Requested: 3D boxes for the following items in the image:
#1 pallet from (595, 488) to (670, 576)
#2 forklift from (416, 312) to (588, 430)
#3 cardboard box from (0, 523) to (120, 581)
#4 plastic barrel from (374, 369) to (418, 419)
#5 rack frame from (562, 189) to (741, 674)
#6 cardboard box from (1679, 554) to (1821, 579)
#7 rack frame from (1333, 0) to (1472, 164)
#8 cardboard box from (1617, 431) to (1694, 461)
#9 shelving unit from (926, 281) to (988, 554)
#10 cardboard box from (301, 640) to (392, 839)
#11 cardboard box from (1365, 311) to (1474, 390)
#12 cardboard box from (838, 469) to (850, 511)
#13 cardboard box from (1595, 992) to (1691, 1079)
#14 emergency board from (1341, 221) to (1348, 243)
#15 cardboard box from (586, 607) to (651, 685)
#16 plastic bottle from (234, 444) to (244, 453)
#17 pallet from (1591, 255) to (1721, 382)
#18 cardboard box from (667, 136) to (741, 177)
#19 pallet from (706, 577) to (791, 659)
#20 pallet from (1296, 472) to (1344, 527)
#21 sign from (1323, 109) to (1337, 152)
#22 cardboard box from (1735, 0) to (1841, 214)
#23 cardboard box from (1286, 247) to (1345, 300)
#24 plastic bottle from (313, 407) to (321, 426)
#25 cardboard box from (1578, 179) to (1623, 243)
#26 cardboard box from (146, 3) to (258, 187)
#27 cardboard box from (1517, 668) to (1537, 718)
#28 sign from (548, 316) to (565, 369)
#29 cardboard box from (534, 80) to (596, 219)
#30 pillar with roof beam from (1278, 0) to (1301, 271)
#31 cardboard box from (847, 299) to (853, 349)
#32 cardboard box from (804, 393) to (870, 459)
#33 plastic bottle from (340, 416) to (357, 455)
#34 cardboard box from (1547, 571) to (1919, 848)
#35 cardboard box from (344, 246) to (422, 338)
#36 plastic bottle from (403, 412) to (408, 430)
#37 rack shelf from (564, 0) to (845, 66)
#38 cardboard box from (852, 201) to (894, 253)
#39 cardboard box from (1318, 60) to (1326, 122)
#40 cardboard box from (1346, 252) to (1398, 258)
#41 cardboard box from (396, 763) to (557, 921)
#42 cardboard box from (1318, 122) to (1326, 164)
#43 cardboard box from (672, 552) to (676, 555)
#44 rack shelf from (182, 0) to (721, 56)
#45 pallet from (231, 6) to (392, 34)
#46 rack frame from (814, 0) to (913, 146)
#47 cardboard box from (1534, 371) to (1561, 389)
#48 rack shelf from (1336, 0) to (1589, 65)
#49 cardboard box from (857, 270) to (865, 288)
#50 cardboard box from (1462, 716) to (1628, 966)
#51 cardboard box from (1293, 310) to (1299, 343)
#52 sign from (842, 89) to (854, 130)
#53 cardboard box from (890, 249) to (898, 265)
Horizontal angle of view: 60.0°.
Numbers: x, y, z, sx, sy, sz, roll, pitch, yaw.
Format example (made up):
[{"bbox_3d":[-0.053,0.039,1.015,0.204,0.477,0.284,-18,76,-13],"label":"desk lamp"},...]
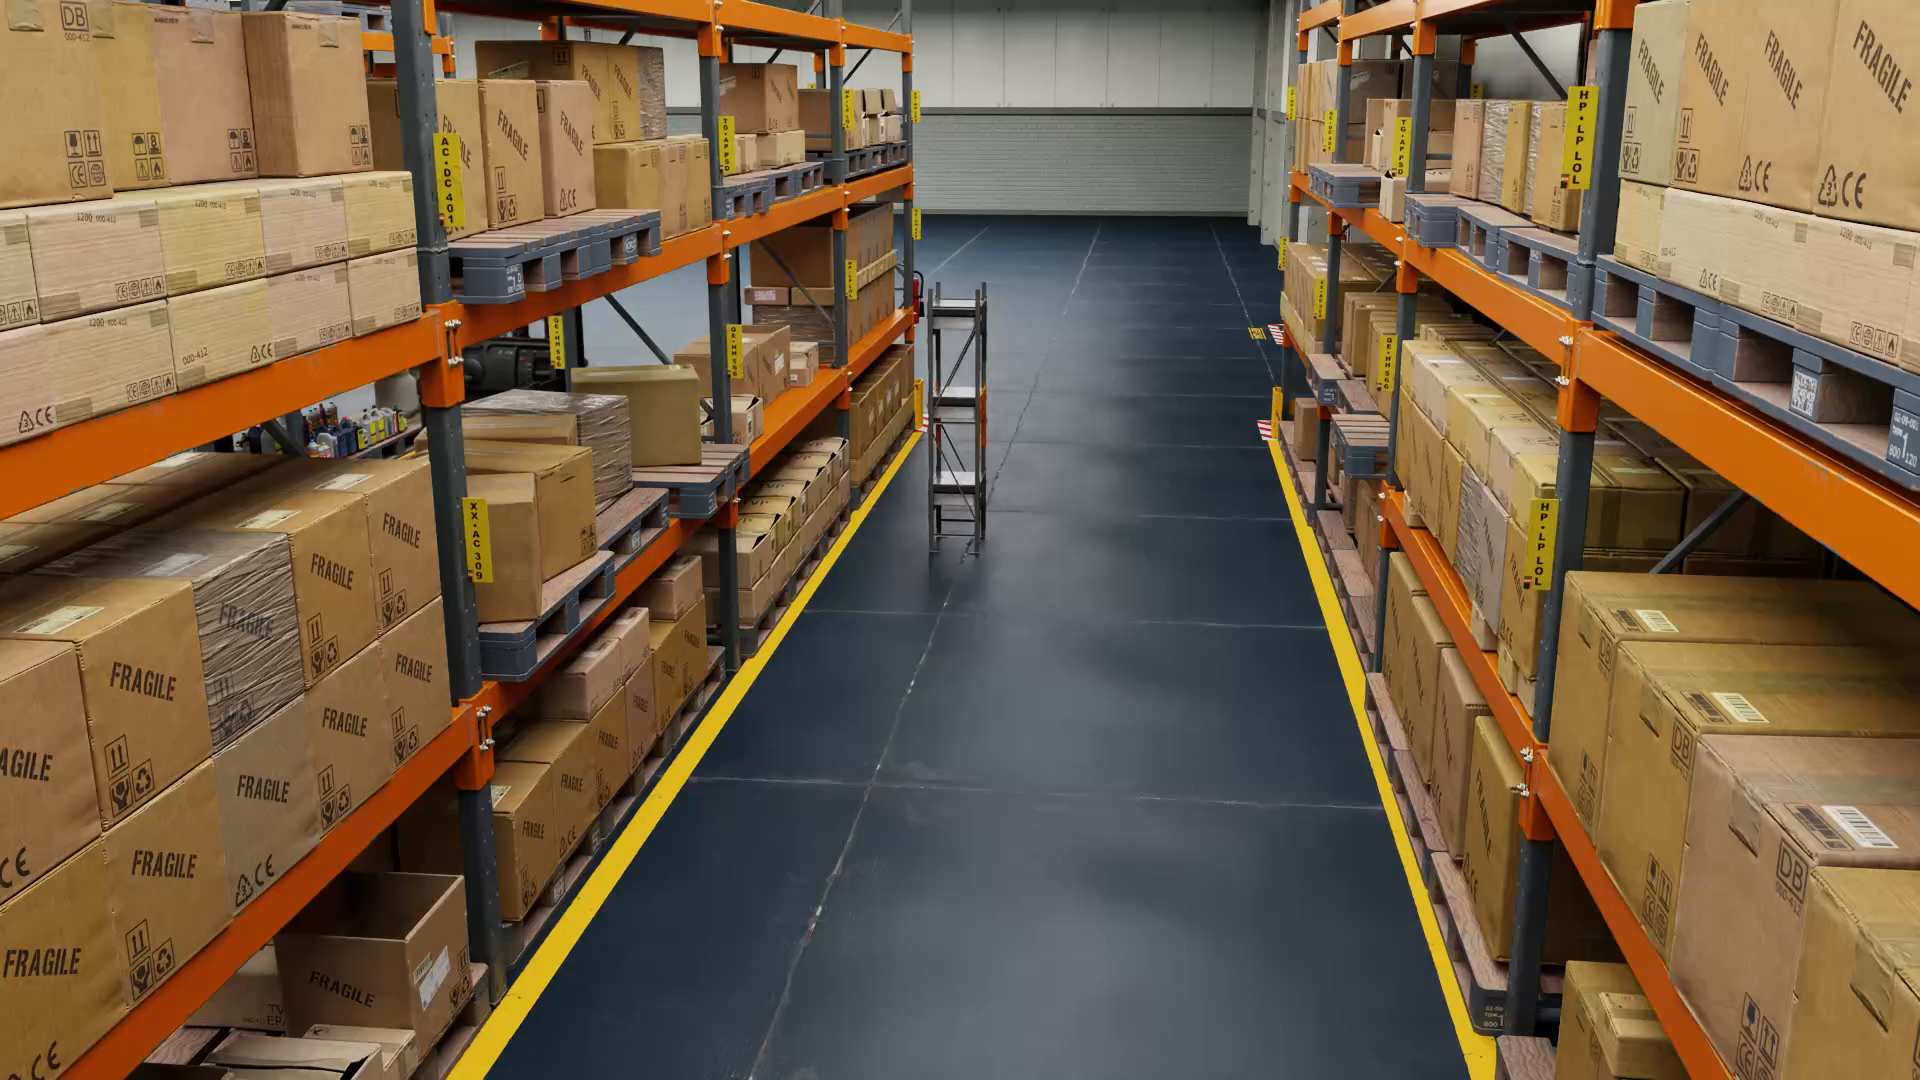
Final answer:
[{"bbox_3d":[-2.120,-0.035,8.412,1.003,0.211,1.213,2,15,6],"label":"pallet"},{"bbox_3d":[-3.744,-1.431,13.340,1.130,2.935,3.031,4,16,14],"label":"forklift"},{"bbox_3d":[-2.806,0.256,4.863,0.500,0.500,0.500,1,15,5],"label":"cardboard box"},{"bbox_3d":[-5.979,-1.552,17.618,0.421,0.512,0.421,0,15,0],"label":"plastic barrel"},{"bbox_3d":[-1.905,-0.632,10.252,1.000,3.000,0.127,2,15,6],"label":"rack frame"},{"bbox_3d":[2.868,0.237,6.239,0.500,0.500,0.500,1,15,4],"label":"cardboard box"},{"bbox_3d":[3.468,-4.420,12.770,1.000,3.000,0.127,2,15,6],"label":"rack frame"},{"bbox_3d":[2.929,-0.261,6.643,0.500,0.250,0.500,2,15,7],"label":"cardboard box"},{"bbox_3d":[-0.019,-0.971,13.229,0.431,2.100,0.503,2,15,6],"label":"shelving unit"},{"bbox_3d":[-2.215,0.628,5.401,0.500,0.500,0.500,2,15,8],"label":"cardboard box"},{"bbox_3d":[3.264,-1.338,11.828,0.700,0.500,0.500,4,16,14],"label":"cardboard box"},{"bbox_3d":[-1.213,-0.429,13.964,0.500,0.250,0.500,2,15,6],"label":"cardboard box"},{"bbox_3d":[2.159,1.516,5.052,0.380,0.149,0.250,2,15,8],"label":"cardboard box"},{"bbox_3d":[5.694,-4.551,24.745,0.194,1.169,0.643,2,15,6],"label":"emergency board"},{"bbox_3d":[-1.891,0.530,8.465,0.500,0.250,0.500,1,15,5],"label":"cardboard box"},{"bbox_3d":[-6.644,-0.781,15.322,0.097,0.201,0.097,0,15,0],"label":"plastic bottle"},{"bbox_3d":[2.463,-0.643,4.716,1.003,0.211,1.213,2,15,6],"label":"pallet"},{"bbox_3d":[-1.793,-2.614,11.319,0.500,0.250,0.500,1,15,5],"label":"cardboard box"},{"bbox_3d":[-1.774,0.502,11.402,1.003,0.211,1.213,2,15,6],"label":"pallet"},{"bbox_3d":[3.509,-0.354,14.565,1.003,0.211,1.213,2,15,6],"label":"pallet"},{"bbox_3d":[2.928,-3.236,13.146,0.100,0.325,0.005,2,15,6],"label":"sign"},{"bbox_3d":[2.104,-1.000,3.721,0.500,0.500,0.500,2,15,7],"label":"cardboard box"},{"bbox_3d":[3.502,-2.618,16.411,0.500,0.500,0.500,2,15,6],"label":"cardboard box"},{"bbox_3d":[-6.477,-1.199,16.734,0.097,0.271,0.097,0,15,0],"label":"plastic bottle"},{"bbox_3d":[2.774,-1.383,6.250,0.700,0.500,0.500,1,15,3],"label":"cardboard box"},{"bbox_3d":[-2.571,-1.321,4.946,0.700,0.500,0.500,2,15,6],"label":"cardboard box"},{"bbox_3d":[2.323,0.566,6.265,0.380,0.149,0.250,2,15,7],"label":"cardboard box"},{"bbox_3d":[-2.457,-1.206,10.159,0.100,0.325,0.005,2,15,6],"label":"sign"},{"bbox_3d":[-2.079,-1.816,7.698,0.600,0.600,0.600,1,15,4],"label":"cardboard box"},{"bbox_3d":[2.454,-10.046,33.575,9.100,9.000,0.400,2,15,6],"label":"pillar with roof beam"},{"bbox_3d":[-1.357,-1.970,15.009,0.700,0.500,0.500,2,15,6],"label":"cardboard box"},{"bbox_3d":[-1.091,-1.018,14.706,0.500,0.500,0.500,2,15,6],"label":"cardboard box"},{"bbox_3d":[-5.851,-0.996,15.831,0.144,0.351,0.185,1,15,4],"label":"plastic bottle"},{"bbox_3d":[2.488,0.546,5.322,0.980,0.700,0.700,2,15,7],"label":"cardboard box"},{"bbox_3d":[-2.147,-0.836,5.548,0.500,0.250,0.500,2,15,6],"label":"cardboard box"},{"bbox_3d":[-5.696,-1.226,16.967,0.097,0.201,0.097,0,15,0],"label":"plastic bottle"},{"bbox_3d":[-1.680,-3.506,11.534,1.077,0.370,4.000,2,15,6],"label":"rack shelf"},{"bbox_3d":[-1.074,-3.247,17.246,0.700,0.500,0.500,2,15,6],"label":"cardboard box"},{"bbox_3d":[3.307,-3.794,14.055,0.500,0.500,0.500,3,15,9],"label":"cardboard box"},{"bbox_3d":[3.957,-2.468,15.855,0.500,0.500,0.500,1,15,5],"label":"cardboard box"},{"bbox_3d":[-2.060,1.282,7.122,0.500,0.500,0.500,1,15,4],"label":"cardboard box"},{"bbox_3d":[3.350,-3.299,14.141,0.500,0.500,0.500,0,15,2],"label":"cardboard box"},{"bbox_3d":[-2.091,0.079,11.013,0.500,0.311,0.500,2,15,8],"label":"cardboard box"},{"bbox_3d":[-2.131,-2.469,7.697,1.077,0.370,4.000,2,15,6],"label":"rack shelf"},{"bbox_3d":[-6.175,-4.960,15.893,1.003,0.211,1.213,2,15,6],"label":"pallet"},{"bbox_3d":[-1.003,-5.603,17.143,1.000,3.000,0.127,2,15,6],"label":"rack frame"},{"bbox_3d":[3.100,-0.658,8.113,0.500,0.250,0.500,1,15,5],"label":"cardboard box"},{"bbox_3d":[3.243,-3.361,10.998,1.077,0.370,4.000,2,15,6],"label":"rack shelf"},{"bbox_3d":[-1.090,-2.429,15.465,0.380,0.149,0.250,1,15,5],"label":"cardboard box"},{"bbox_3d":[2.510,1.213,6.743,0.750,0.750,0.750,2,15,7],"label":"cardboard box"},{"bbox_3d":[3.382,-1.984,15.501,0.500,0.250,0.500,2,15,7],"label":"cardboard box"},{"bbox_3d":[-0.914,-3.505,13.539,0.100,0.325,0.005,2,15,6],"label":"sign"},{"bbox_3d":[-0.856,-2.963,17.441,0.380,0.149,0.250,1,15,5],"label":"cardboard box"}]
